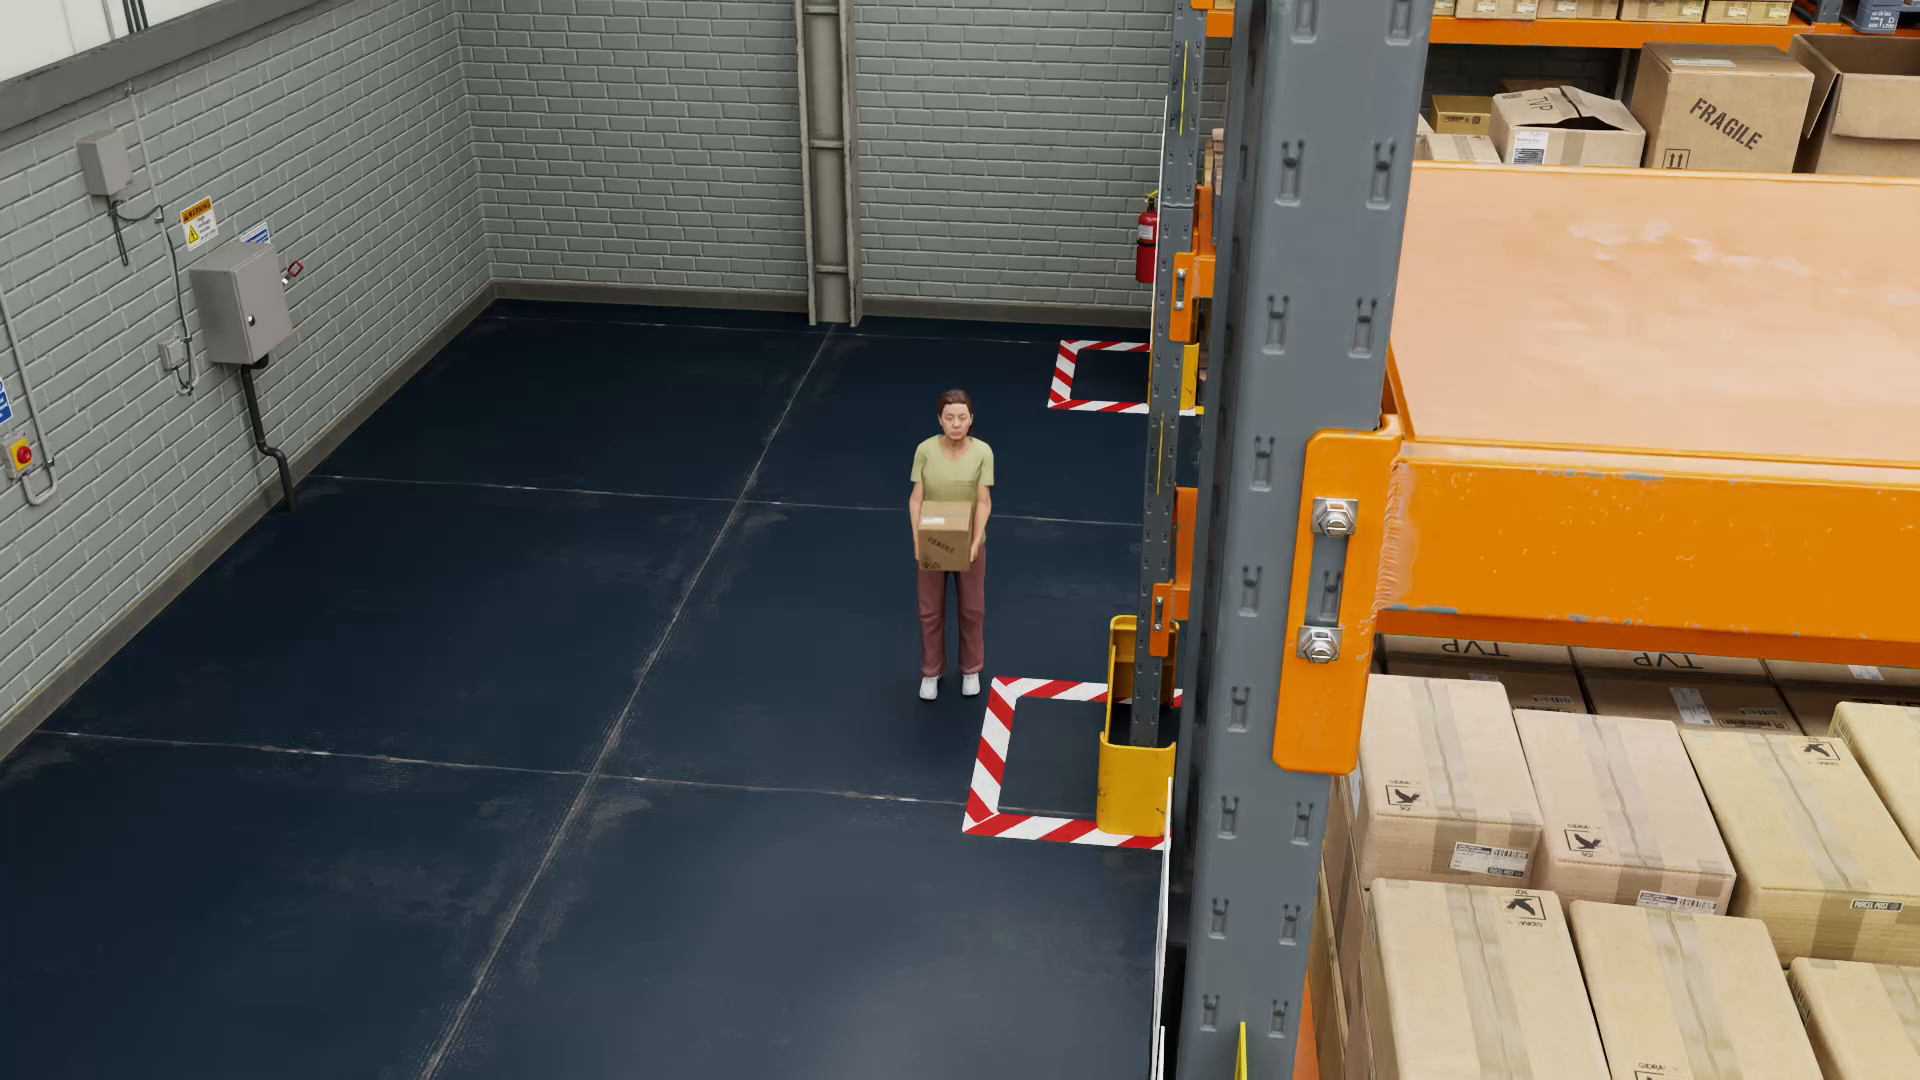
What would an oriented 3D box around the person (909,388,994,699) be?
[{"bbox_3d":[-0.046,0.051,8.542,0.428,1.662,0.559,2,29,4],"label":"person"}]
